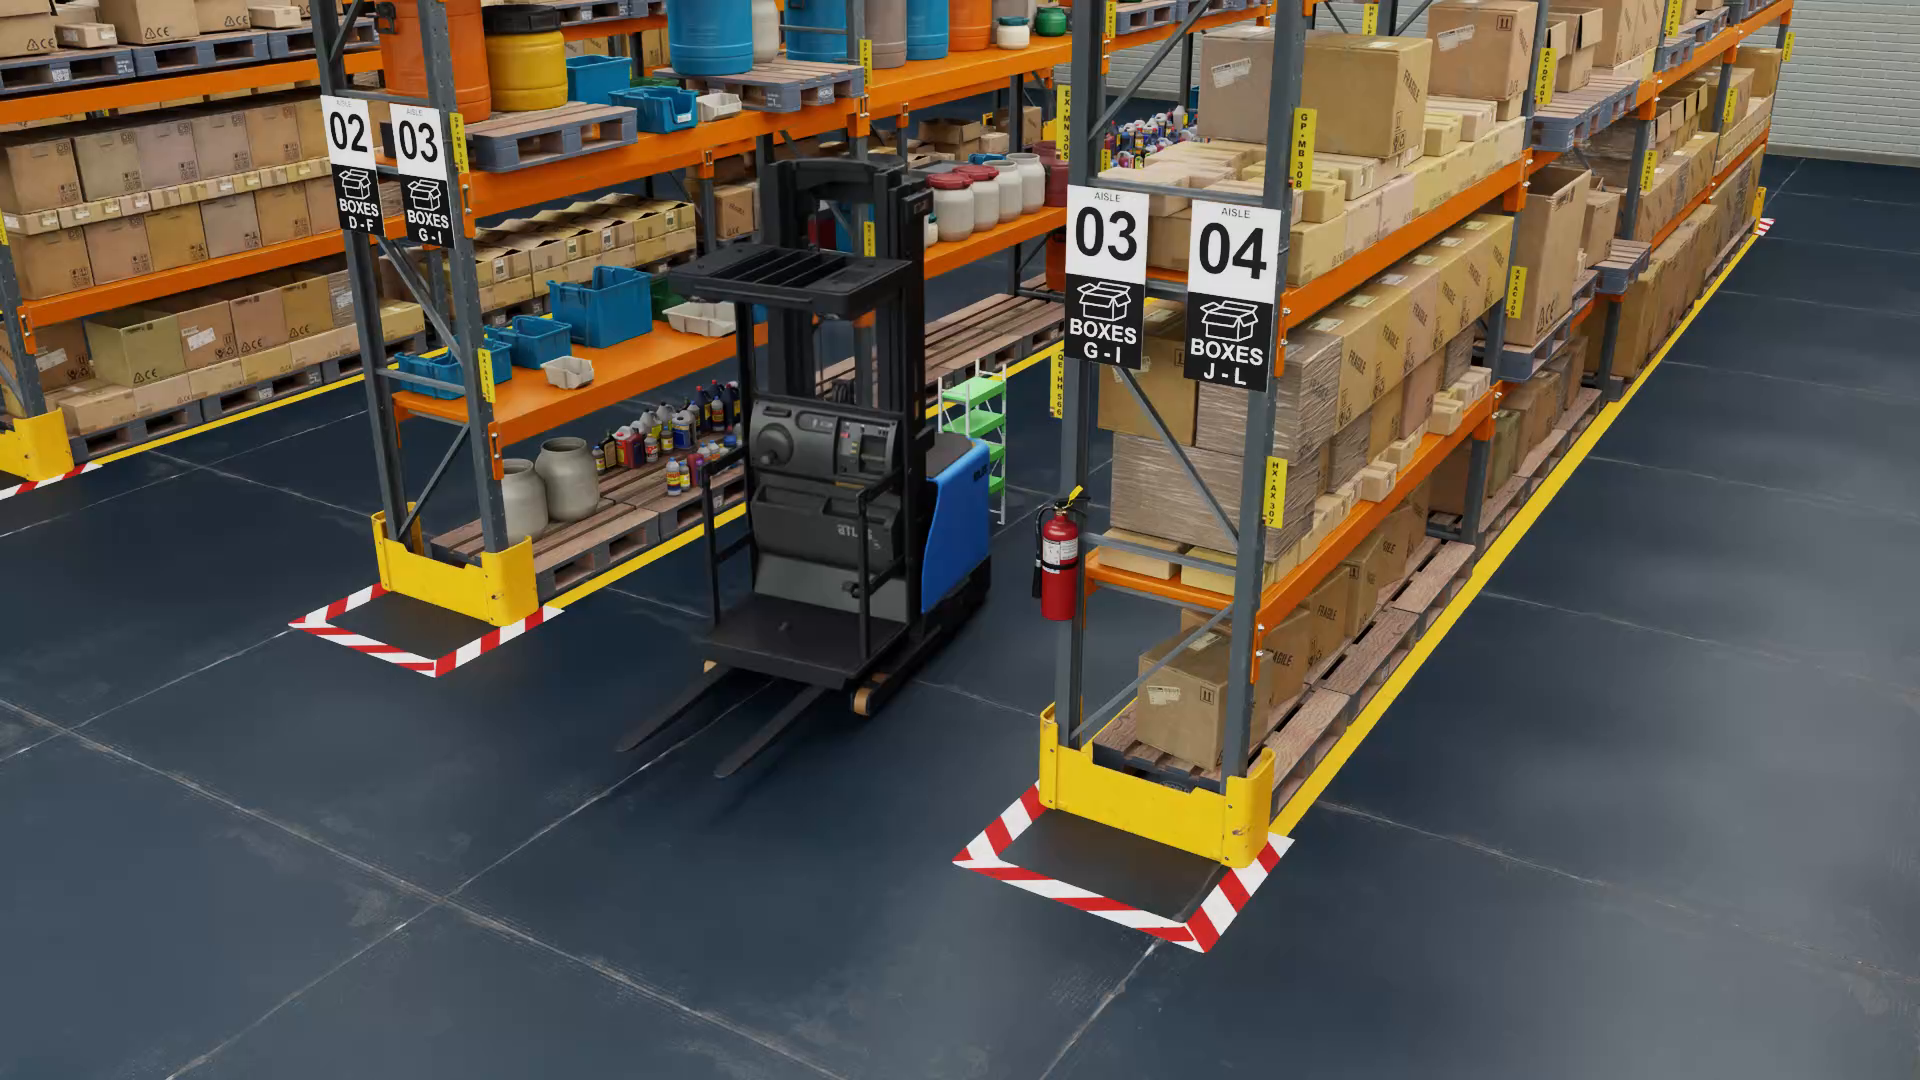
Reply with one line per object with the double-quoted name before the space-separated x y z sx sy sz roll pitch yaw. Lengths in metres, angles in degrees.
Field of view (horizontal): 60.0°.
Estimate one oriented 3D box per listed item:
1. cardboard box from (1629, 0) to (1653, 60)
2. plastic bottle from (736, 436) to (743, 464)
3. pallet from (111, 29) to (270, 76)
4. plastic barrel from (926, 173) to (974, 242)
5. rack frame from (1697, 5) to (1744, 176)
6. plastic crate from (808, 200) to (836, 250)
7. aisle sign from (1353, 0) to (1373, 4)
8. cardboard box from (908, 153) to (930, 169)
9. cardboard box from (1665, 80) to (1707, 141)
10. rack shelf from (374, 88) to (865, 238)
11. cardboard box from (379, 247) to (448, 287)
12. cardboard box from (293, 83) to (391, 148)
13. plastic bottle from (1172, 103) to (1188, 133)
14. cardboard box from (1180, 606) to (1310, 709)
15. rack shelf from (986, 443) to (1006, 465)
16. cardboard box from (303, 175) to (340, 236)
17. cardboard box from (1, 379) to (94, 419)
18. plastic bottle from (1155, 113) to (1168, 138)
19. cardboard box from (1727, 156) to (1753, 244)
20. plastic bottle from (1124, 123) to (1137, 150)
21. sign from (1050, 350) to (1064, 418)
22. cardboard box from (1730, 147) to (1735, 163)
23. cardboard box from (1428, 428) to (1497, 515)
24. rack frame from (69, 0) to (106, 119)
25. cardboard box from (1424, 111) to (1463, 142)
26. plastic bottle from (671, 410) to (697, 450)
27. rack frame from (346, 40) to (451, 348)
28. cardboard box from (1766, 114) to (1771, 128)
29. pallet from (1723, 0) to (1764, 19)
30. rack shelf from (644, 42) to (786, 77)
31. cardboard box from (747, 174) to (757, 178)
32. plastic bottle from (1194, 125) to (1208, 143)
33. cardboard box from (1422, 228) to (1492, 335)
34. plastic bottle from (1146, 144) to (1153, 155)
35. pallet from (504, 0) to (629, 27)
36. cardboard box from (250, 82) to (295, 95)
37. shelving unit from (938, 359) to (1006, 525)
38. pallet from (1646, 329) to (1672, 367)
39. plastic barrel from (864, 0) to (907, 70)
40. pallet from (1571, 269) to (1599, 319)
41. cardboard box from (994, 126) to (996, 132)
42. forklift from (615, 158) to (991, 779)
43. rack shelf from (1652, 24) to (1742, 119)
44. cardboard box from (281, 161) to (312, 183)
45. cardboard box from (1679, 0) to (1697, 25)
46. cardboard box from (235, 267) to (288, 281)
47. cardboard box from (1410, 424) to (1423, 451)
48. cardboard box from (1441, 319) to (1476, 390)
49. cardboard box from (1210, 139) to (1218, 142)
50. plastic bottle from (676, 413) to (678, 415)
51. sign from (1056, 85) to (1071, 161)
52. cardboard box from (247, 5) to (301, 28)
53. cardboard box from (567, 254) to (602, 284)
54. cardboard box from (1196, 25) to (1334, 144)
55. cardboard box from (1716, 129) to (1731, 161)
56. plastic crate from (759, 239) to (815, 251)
"cardboard box" 4.851 -3.891 12.430 0.500 0.500 0.500 14 27 29
"plastic bottle" -1.661 -0.682 12.518 0.097 0.201 0.097 0 23 0
"pallet" -6.445 -3.987 13.520 1.003 0.211 1.213 14 27 29
"plastic barrel" -0.089 -2.902 14.507 0.433 0.535 0.433 0 23 0
"rack frame" 7.261 -3.977 17.162 1.000 3.000 0.127 14 27 29
"plastic crate" -1.171 -2.572 13.836 0.402 0.464 0.583 14 27 29
"aisle sign" 5.450 -7.521 22.076 0.394 0.787 0.004 14 27 29
"cardboard box" -0.748 -5.119 22.630 0.500 0.311 0.500 14 27 29
"cardboard box" 6.931 -4.266 16.441 0.797 0.503 0.637 13 27 28
"rack shelf" -2.222 -2.687 11.310 1.077 0.370 4.000 14 27 29
"cardboard box" -5.403 -2.740 16.529 0.500 0.311 0.500 14 27 29
"cardboard box" -5.602 -3.845 15.097 0.700 0.500 0.500 14 27 29
"plastic bottle" 2.571 -4.928 19.421 0.144 0.351 0.185 14 27 29
"cardboard box" 1.561 0.611 9.181 0.500 0.500 0.500 -20 31 -39
"rack shelf" 0.087 -0.548 11.666 0.258 0.148 0.480 14 27 29
"cardboard box" -5.874 -3.070 14.940 0.700 0.500 0.500 14 27 28
"cardboard box" -7.451 -1.178 13.629 0.500 0.250 0.500 14 27 29
"plastic bottle" 2.292 -4.759 19.123 0.152 0.276 0.135 14 27 29
"cardboard box" 8.621 -4.005 19.372 0.875 0.875 0.875 14 27 29
"plastic bottle" 1.874 -4.491 18.505 0.152 0.276 0.135 14 27 29
"sign" 0.470 -0.727 7.798 0.100 0.325 0.005 14 27 29
"cardboard box" 8.114 -4.159 17.898 0.380 0.149 0.250 13 27 28
"cardboard box" 3.383 -0.535 11.803 0.700 0.500 0.500 12 26 25
"rack frame" -9.583 -4.391 18.118 1.000 3.000 0.127 14 27 29
"cardboard box" 2.515 -2.254 9.092 0.380 0.149 0.250 15 28 31
"plastic bottle" -2.130 -0.852 12.817 0.152 0.276 0.135 14 27 29
"rack frame" -5.373 -3.355 15.723 1.000 3.000 0.127 14 27 29
"cardboard box" 9.463 -5.023 19.894 0.380 0.149 0.250 14 27 30
"pallet" 7.701 -5.587 17.217 1.003 0.211 1.213 14 27 29
"rack shelf" -4.309 -7.436 26.058 1.077 0.370 4.000 14 27 29
"cardboard box" -2.240 -4.199 20.267 0.500 0.500 0.500 13 27 28
"plastic bottle" 2.661 -4.464 18.443 0.152 0.276 0.135 14 27 29
"cardboard box" 2.775 -1.540 9.773 0.500 0.500 0.500 14 27 29
"plastic bottle" 1.967 -3.997 17.369 0.097 0.271 0.097 0 23 0
"pallet" -4.133 -5.369 16.838 1.003 0.211 1.213 15 28 31
"cardboard box" -8.351 -5.403 19.776 0.700 0.500 0.500 14 27 29
"shelving unit" 0.087 -0.606 11.641 0.258 1.200 0.503 14 27 29
"pallet" 6.275 -2.008 16.123 1.003 0.211 1.213 14 27 29
"plastic barrel" -0.738 -4.360 13.639 0.600 0.901 0.600 0 23 0
"pallet" 4.142 -1.863 12.519 1.003 0.211 1.213 14 27 29
"cardboard box" 0.444 -6.229 25.398 0.380 0.149 0.250 14 27 29
"forklift" -0.870 -0.540 9.307 1.130 2.935 3.031 10 25 22
"rack shelf" 6.206 -4.349 15.150 1.077 0.370 4.000 14 27 29
"cardboard box" -5.873 -3.218 14.467 0.380 0.149 0.250 14 27 29
"cardboard box" 6.210 -4.938 14.947 0.797 0.503 0.637 13 27 28
"cardboard box" -6.411 -2.201 15.048 0.500 0.500 0.500 14 27 29
"cardboard box" 2.476 -0.616 9.714 0.380 0.149 0.250 14 27 29
"cardboard box" 2.751 -1.321 10.525 0.875 0.500 0.500 14 27 29
"cardboard box" 1.505 -2.015 8.540 0.380 0.149 0.250 12 26 26
"plastic bottle" -2.214 -0.893 13.006 0.097 0.201 0.097 0 23 0
"sign" 0.470 -1.833 7.319 0.100 0.325 0.005 14 27 29
"cardboard box" -5.777 -4.408 13.993 0.380 0.149 0.250 14 27 29
"cardboard box" -4.139 -2.889 17.580 0.500 0.250 0.500 14 27 30
"cardboard box" 1.534 -2.292 8.363 0.500 0.500 0.500 14 27 29
"cardboard box" 7.731 -4.149 17.372 0.500 0.250 0.500 13 27 28
"plastic crate" -1.551 -2.137 12.988 0.767 0.338 0.504 14 27 29
